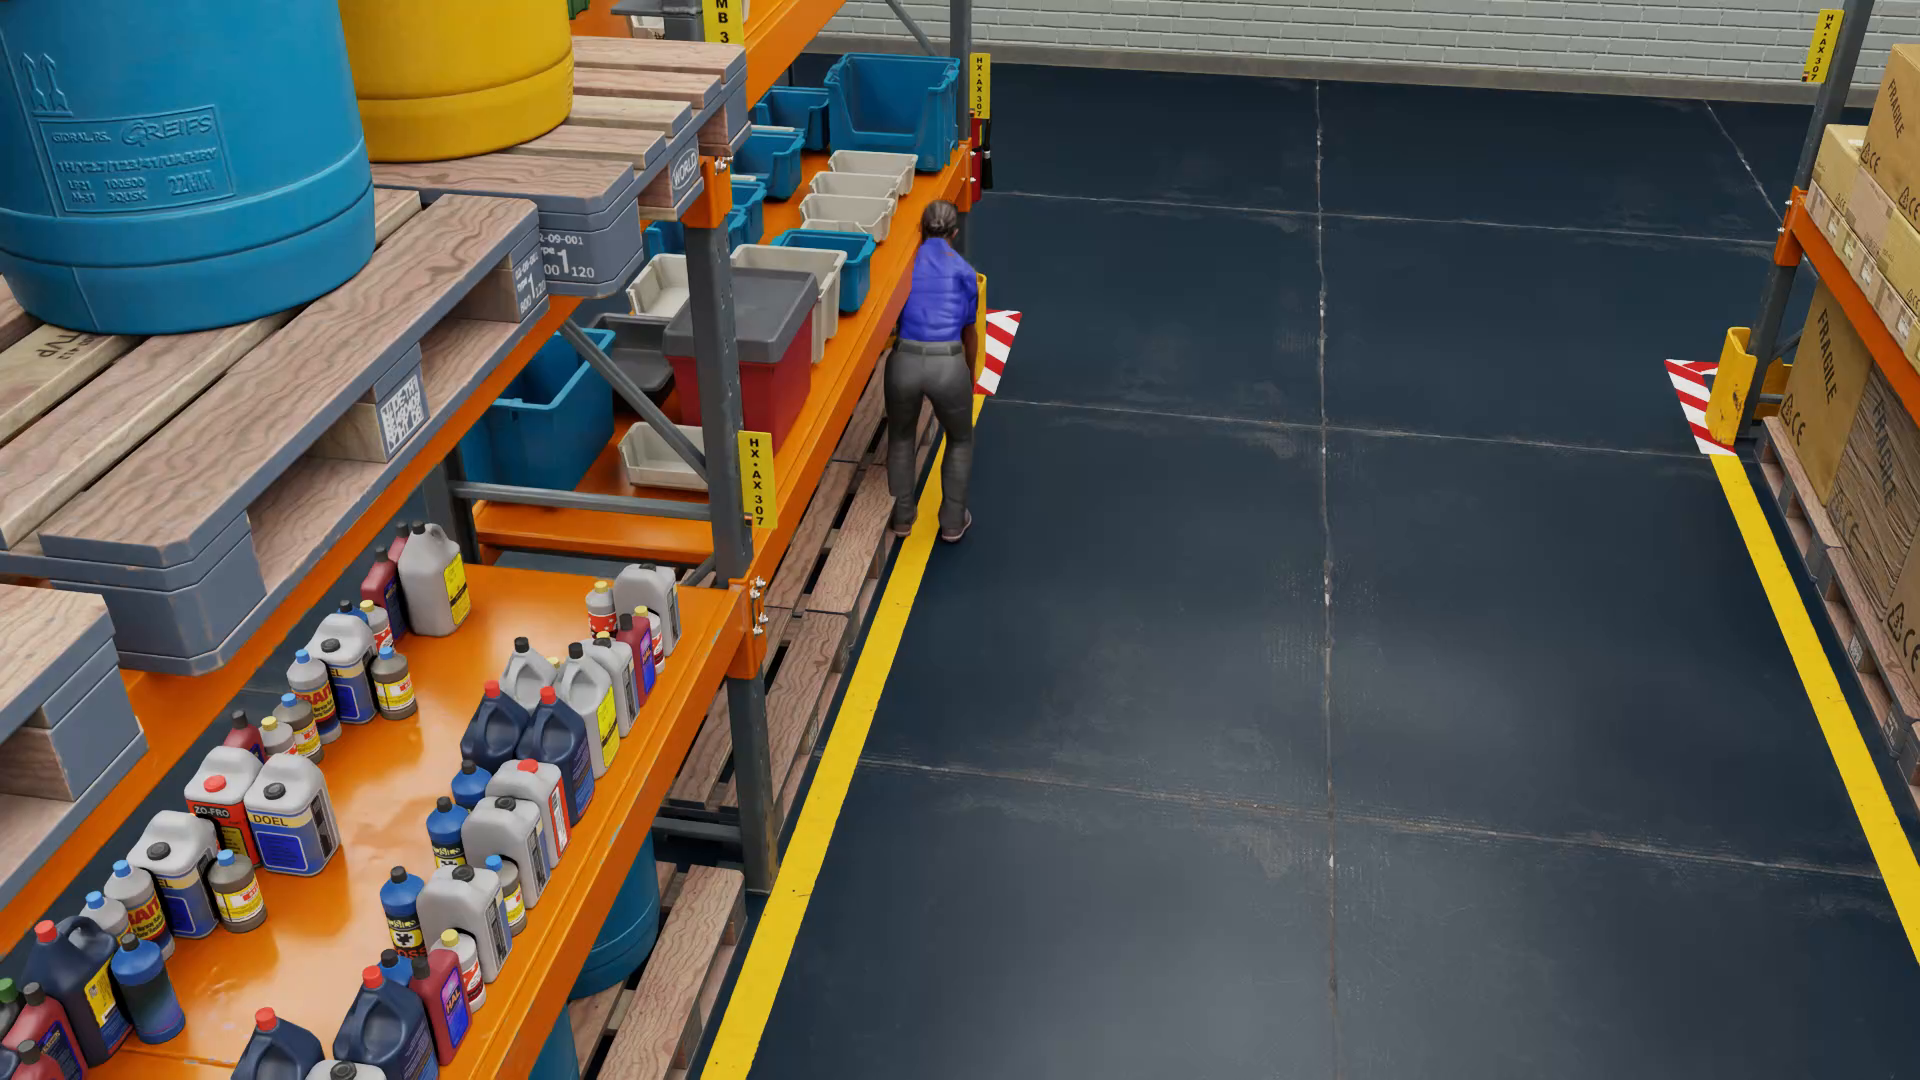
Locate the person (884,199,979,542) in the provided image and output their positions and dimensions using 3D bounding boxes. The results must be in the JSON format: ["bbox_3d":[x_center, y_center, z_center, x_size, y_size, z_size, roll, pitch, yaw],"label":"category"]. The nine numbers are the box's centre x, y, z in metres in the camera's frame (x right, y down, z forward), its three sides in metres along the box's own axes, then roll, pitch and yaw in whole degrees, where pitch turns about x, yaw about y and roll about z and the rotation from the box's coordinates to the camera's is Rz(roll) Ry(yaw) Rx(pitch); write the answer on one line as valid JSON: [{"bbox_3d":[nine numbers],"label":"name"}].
[{"bbox_3d":[-0.121,-0.749,7.521,0.408,1.444,0.710,4,33,7],"label":"person"}]
